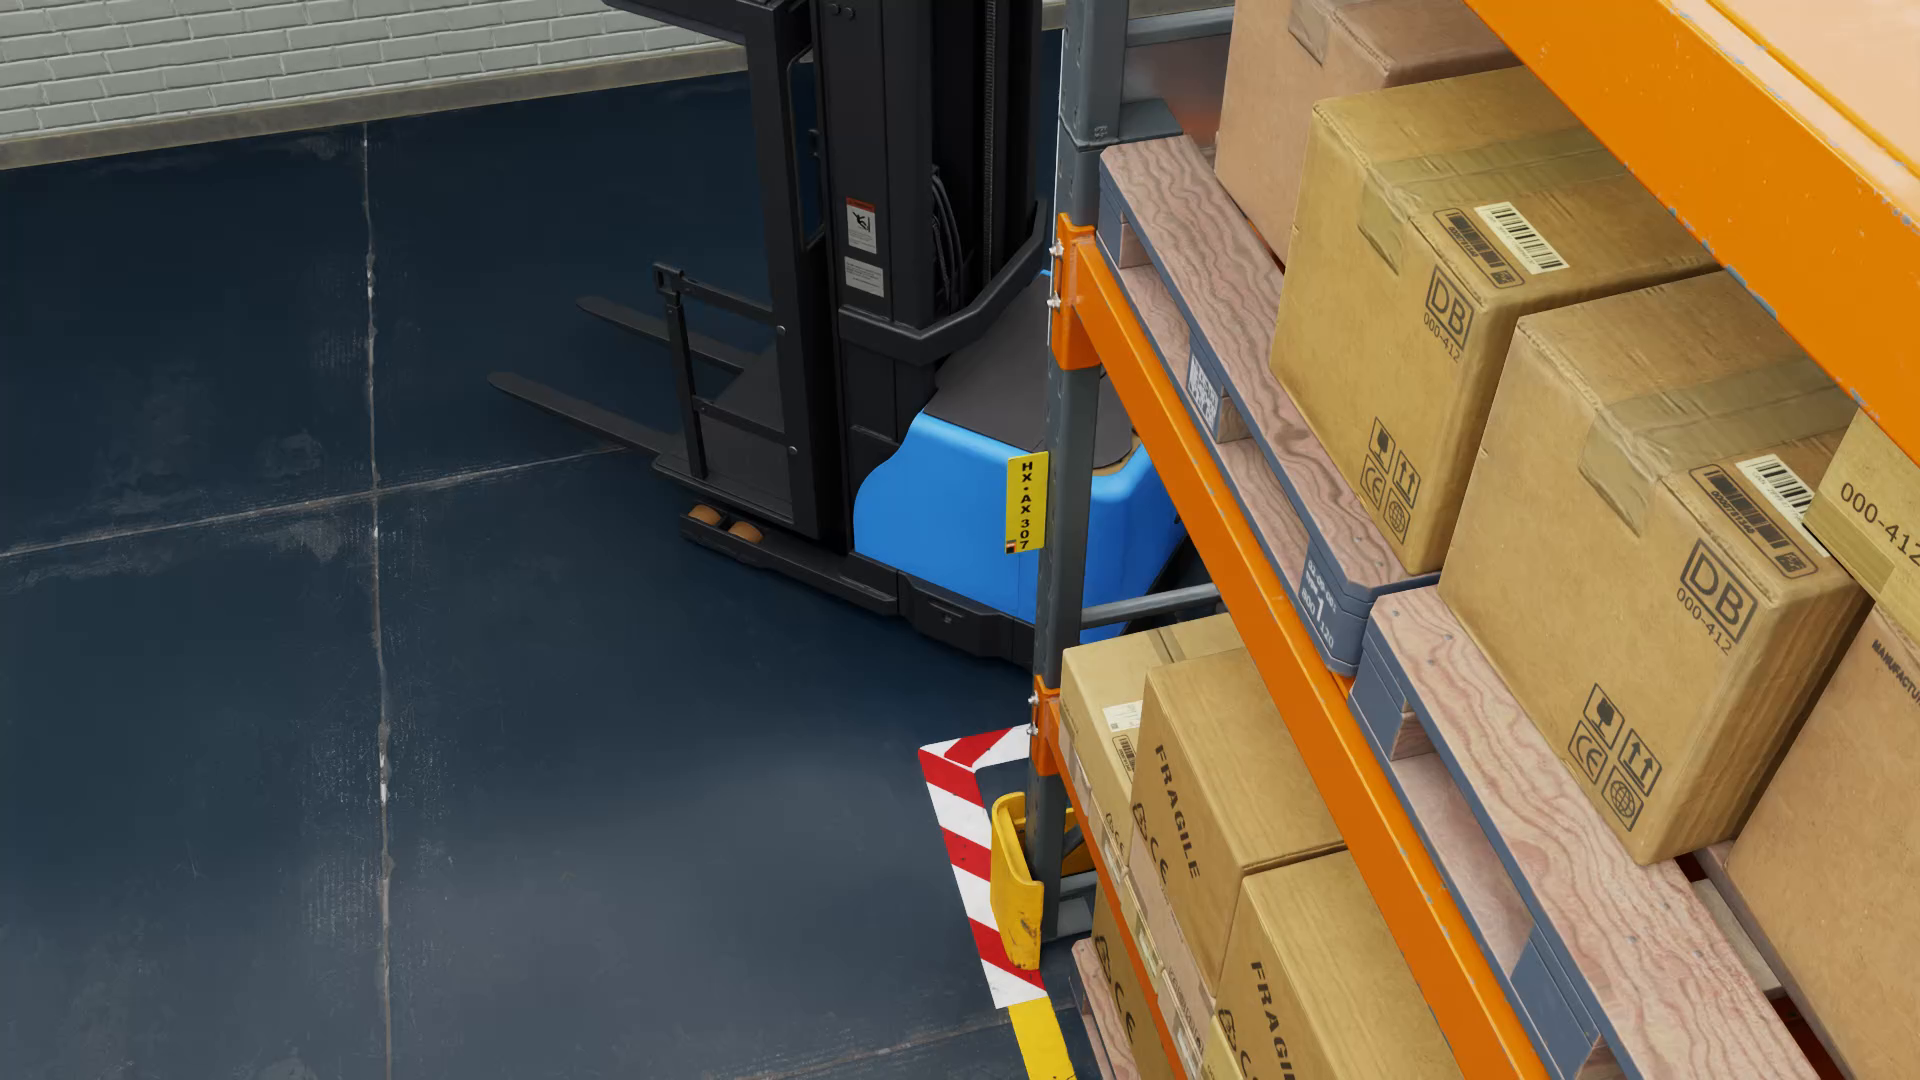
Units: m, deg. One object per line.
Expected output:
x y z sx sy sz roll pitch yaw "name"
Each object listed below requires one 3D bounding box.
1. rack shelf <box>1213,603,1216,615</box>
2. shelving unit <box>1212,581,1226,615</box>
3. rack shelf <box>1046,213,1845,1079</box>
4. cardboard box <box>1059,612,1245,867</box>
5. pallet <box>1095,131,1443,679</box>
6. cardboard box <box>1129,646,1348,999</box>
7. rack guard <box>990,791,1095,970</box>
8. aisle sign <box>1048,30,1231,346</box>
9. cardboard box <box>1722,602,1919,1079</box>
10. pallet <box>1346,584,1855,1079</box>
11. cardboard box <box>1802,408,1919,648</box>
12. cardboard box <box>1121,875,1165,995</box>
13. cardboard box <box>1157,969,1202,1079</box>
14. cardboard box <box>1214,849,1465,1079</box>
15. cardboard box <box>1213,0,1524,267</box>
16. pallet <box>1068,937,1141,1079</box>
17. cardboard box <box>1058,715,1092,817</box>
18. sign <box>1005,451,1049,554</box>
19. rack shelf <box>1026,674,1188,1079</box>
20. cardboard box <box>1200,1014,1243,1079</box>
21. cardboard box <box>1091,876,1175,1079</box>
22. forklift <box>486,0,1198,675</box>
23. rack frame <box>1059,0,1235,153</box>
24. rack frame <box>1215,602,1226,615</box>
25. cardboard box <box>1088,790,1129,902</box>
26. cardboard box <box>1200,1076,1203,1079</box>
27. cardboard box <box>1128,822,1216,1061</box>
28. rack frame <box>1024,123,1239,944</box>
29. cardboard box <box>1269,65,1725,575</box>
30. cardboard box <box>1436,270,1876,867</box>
1.158 0.116 6.163 0.431 0.518 0.480 6 46 6 "rack shelf"
1.158 -0.387 5.657 0.431 2.100 0.503 6 46 6 "shelving unit"
1.213 0.728 2.340 1.077 0.370 4.000 -11 47 -10 "rack shelf"
0.563 0.475 4.081 0.500 0.250 0.500 -12 47 -11 "cardboard box"
0.901 -0.363 2.967 1.003 0.211 1.213 -11 47 -10 "pallet"
0.691 0.557 3.475 0.500 0.500 0.500 -12 47 -11 "cardboard box"
0.695 1.004 5.416 1.175 0.500 0.348 -11 47 -10 "rack guard"
0.392 -0.759 3.574 0.394 0.787 0.004 -11 47 -10 "aisle sign"
1.336 0.352 1.770 0.700 0.500 0.500 -9 46 -9 "cardboard box"
1.217 0.481 2.140 1.003 0.211 1.213 -11 47 -10 "pallet"
1.208 0.013 1.578 0.500 0.250 0.500 -12 47 -12 "cardboard box"
0.606 0.893 3.951 0.380 0.149 0.250 -12 47 -11 "cardboard box"
0.673 1.072 3.775 0.380 0.149 0.250 -11 47 -11 "cardboard box"
0.829 0.914 3.126 0.500 0.500 0.500 -12 47 -11 "cardboard box"
0.886 -0.772 2.872 0.700 0.500 0.500 -13 47 -13 "cardboard box"
0.981 1.659 4.976 1.003 0.211 1.213 -11 47 -10 "pallet"
0.473 0.539 4.297 0.380 0.149 0.250 -10 46 -10 "cardboard box"
0.163 -0.088 4.074 0.100 0.325 0.005 -11 47 -10 "sign"
1.213 1.778 3.411 1.077 0.370 4.000 -11 47 -10 "rack shelf"
0.827 1.180 3.390 0.500 0.250 0.500 -12 47 -12 "cardboard box"
0.942 1.170 4.697 0.875 0.875 0.875 -11 47 -10 "cardboard box"
-0.544 -1.242 5.915 3.031 2.935 1.130 22 49 20 "forklift"
0.701 -1.954 2.364 1.000 3.000 0.127 -11 47 -10 "rack frame"
1.120 -0.216 5.487 0.400 2.100 0.015 6 46 6 "rack frame"
0.540 0.716 4.124 0.380 0.149 0.250 -11 47 -11 "cardboard box"
0.737 1.248 3.603 0.380 0.149 0.250 -12 47 -11 "cardboard box"
0.702 0.832 3.731 0.500 0.250 0.500 -11 47 -11 "cardboard box"
0.701 0.146 4.507 1.000 3.000 0.127 -11 47 -10 "rack frame"
0.913 -0.362 2.470 0.700 0.500 0.500 -12 47 -12 "cardboard box"
1.092 -0.013 2.129 0.700 0.500 0.500 -14 47 -13 "cardboard box"
